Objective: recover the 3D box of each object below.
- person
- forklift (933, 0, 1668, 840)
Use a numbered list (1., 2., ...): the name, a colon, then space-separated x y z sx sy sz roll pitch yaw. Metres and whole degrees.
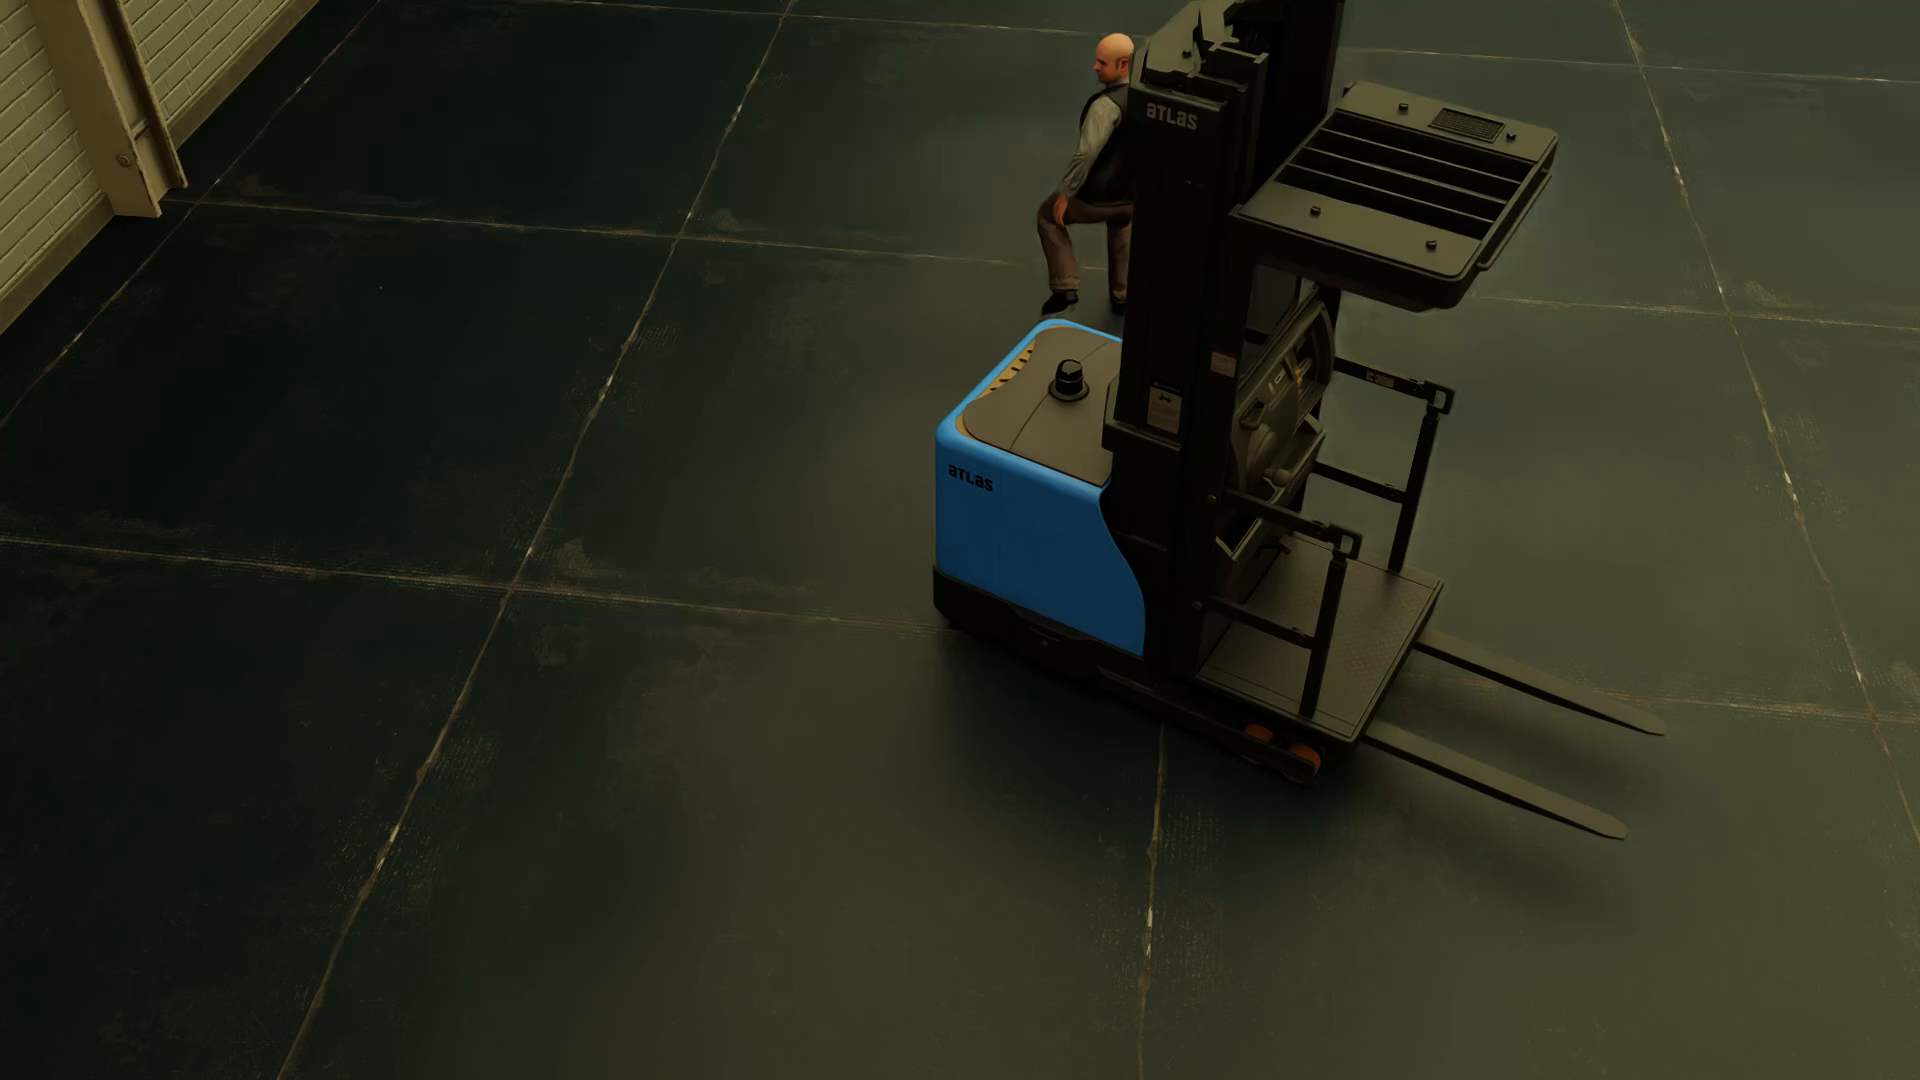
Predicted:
1. person: 0.745 -1.886 8.761 0.802 1.623 0.604 -18 45 -18
2. forklift: 1.407 -0.500 6.269 3.031 2.935 1.130 22 47 22
